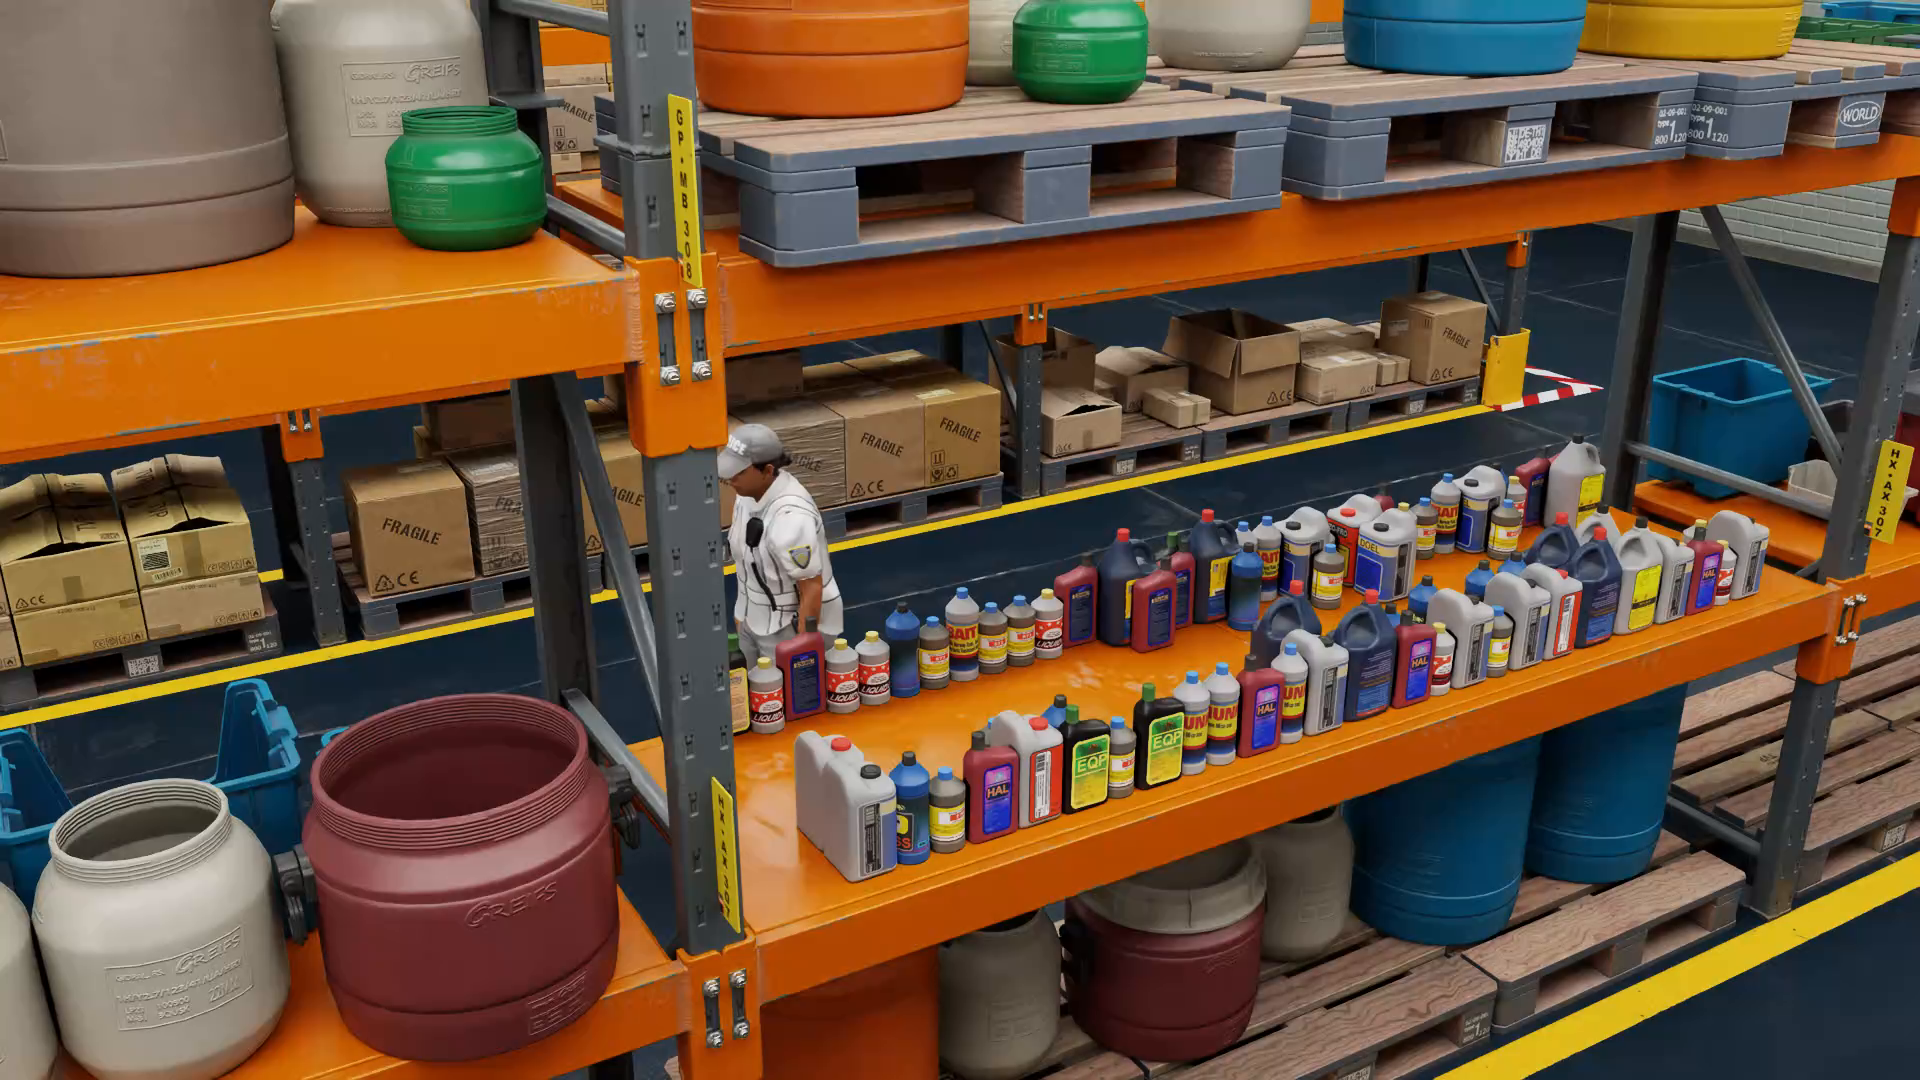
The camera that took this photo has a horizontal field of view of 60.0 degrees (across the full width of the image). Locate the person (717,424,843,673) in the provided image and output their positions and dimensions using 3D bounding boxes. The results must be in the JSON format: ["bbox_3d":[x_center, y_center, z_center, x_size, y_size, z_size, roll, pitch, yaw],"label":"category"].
[{"bbox_3d":[-0.698,0.345,6.219,0.469,1.666,0.542,-13,25,-28],"label":"person"}]
